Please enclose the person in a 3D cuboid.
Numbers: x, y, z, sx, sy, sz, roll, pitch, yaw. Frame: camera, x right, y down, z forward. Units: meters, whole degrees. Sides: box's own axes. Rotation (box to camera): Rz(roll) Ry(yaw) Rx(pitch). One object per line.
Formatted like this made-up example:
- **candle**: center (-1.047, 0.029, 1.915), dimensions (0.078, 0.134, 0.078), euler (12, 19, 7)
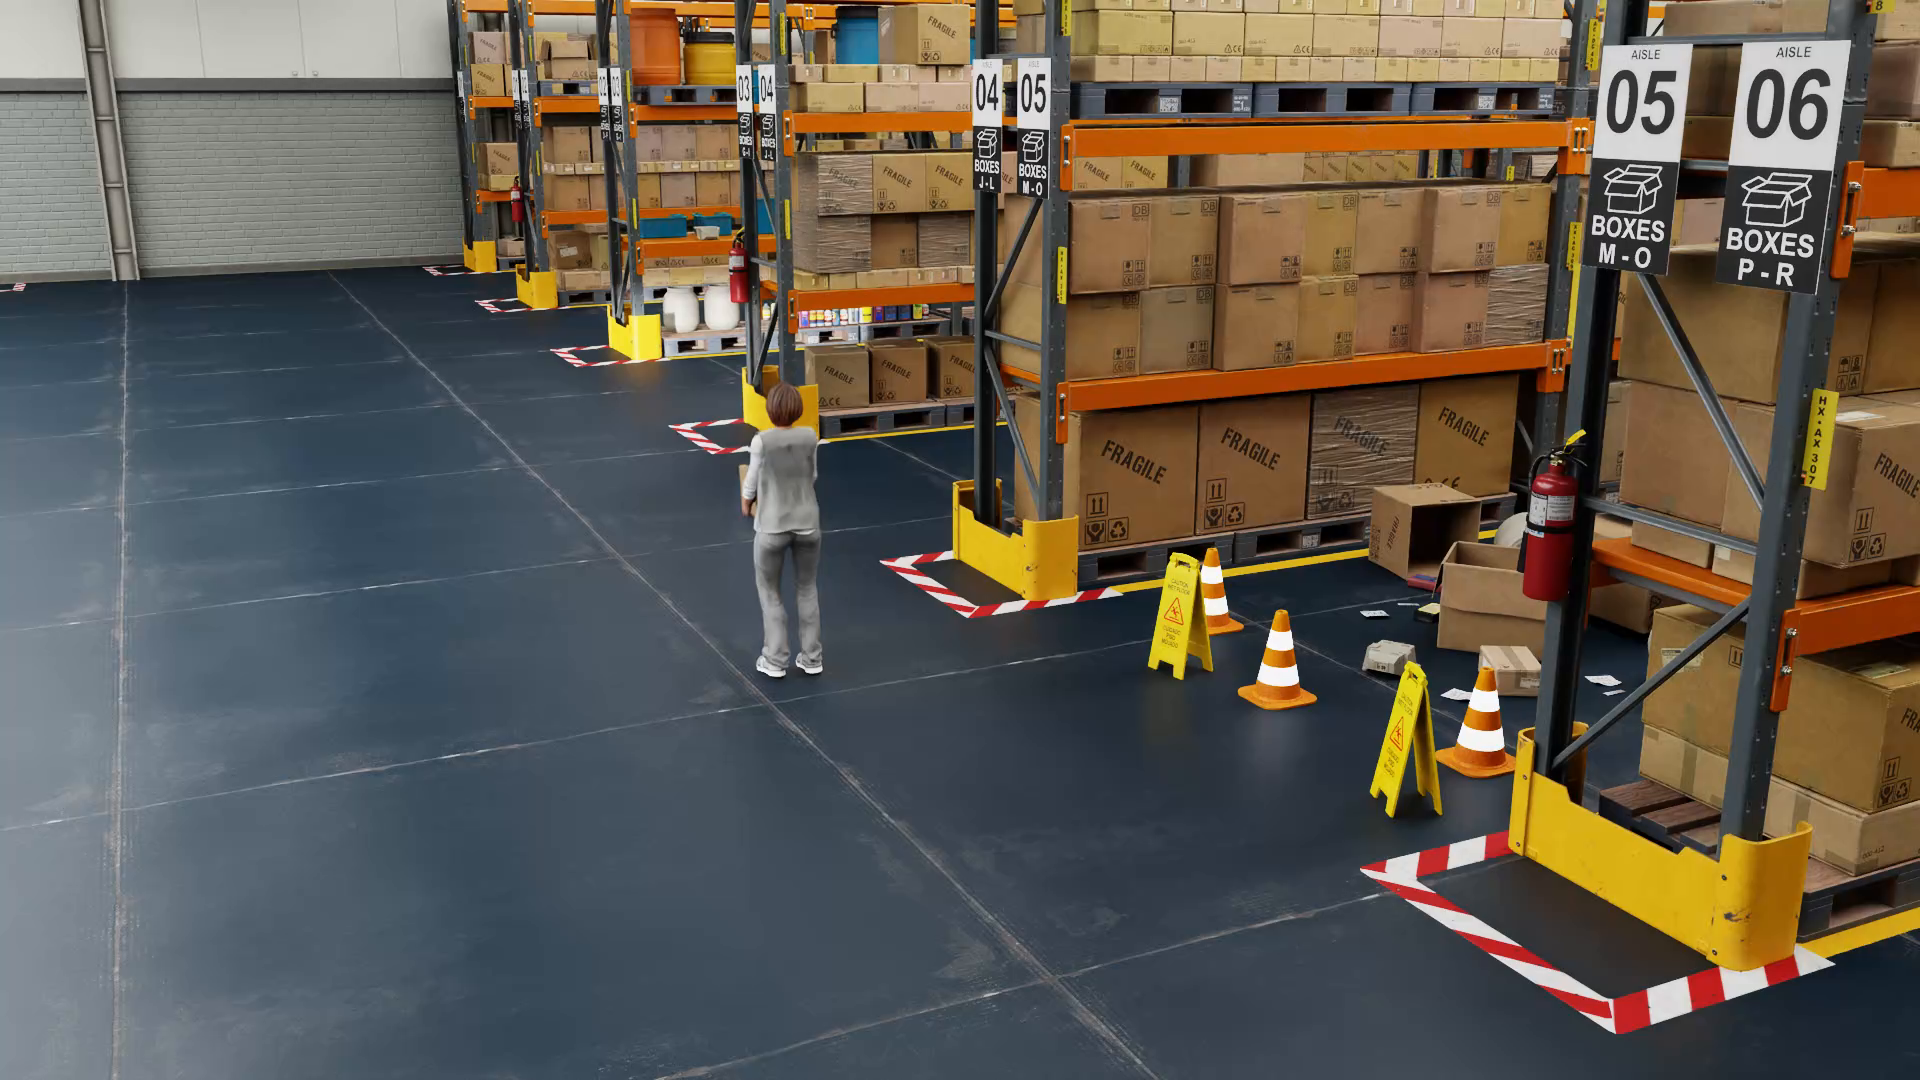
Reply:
- **person**: center (-0.943, -0.069, 8.800), dimensions (0.405, 1.595, 0.489), euler (-7, 17, -24)
